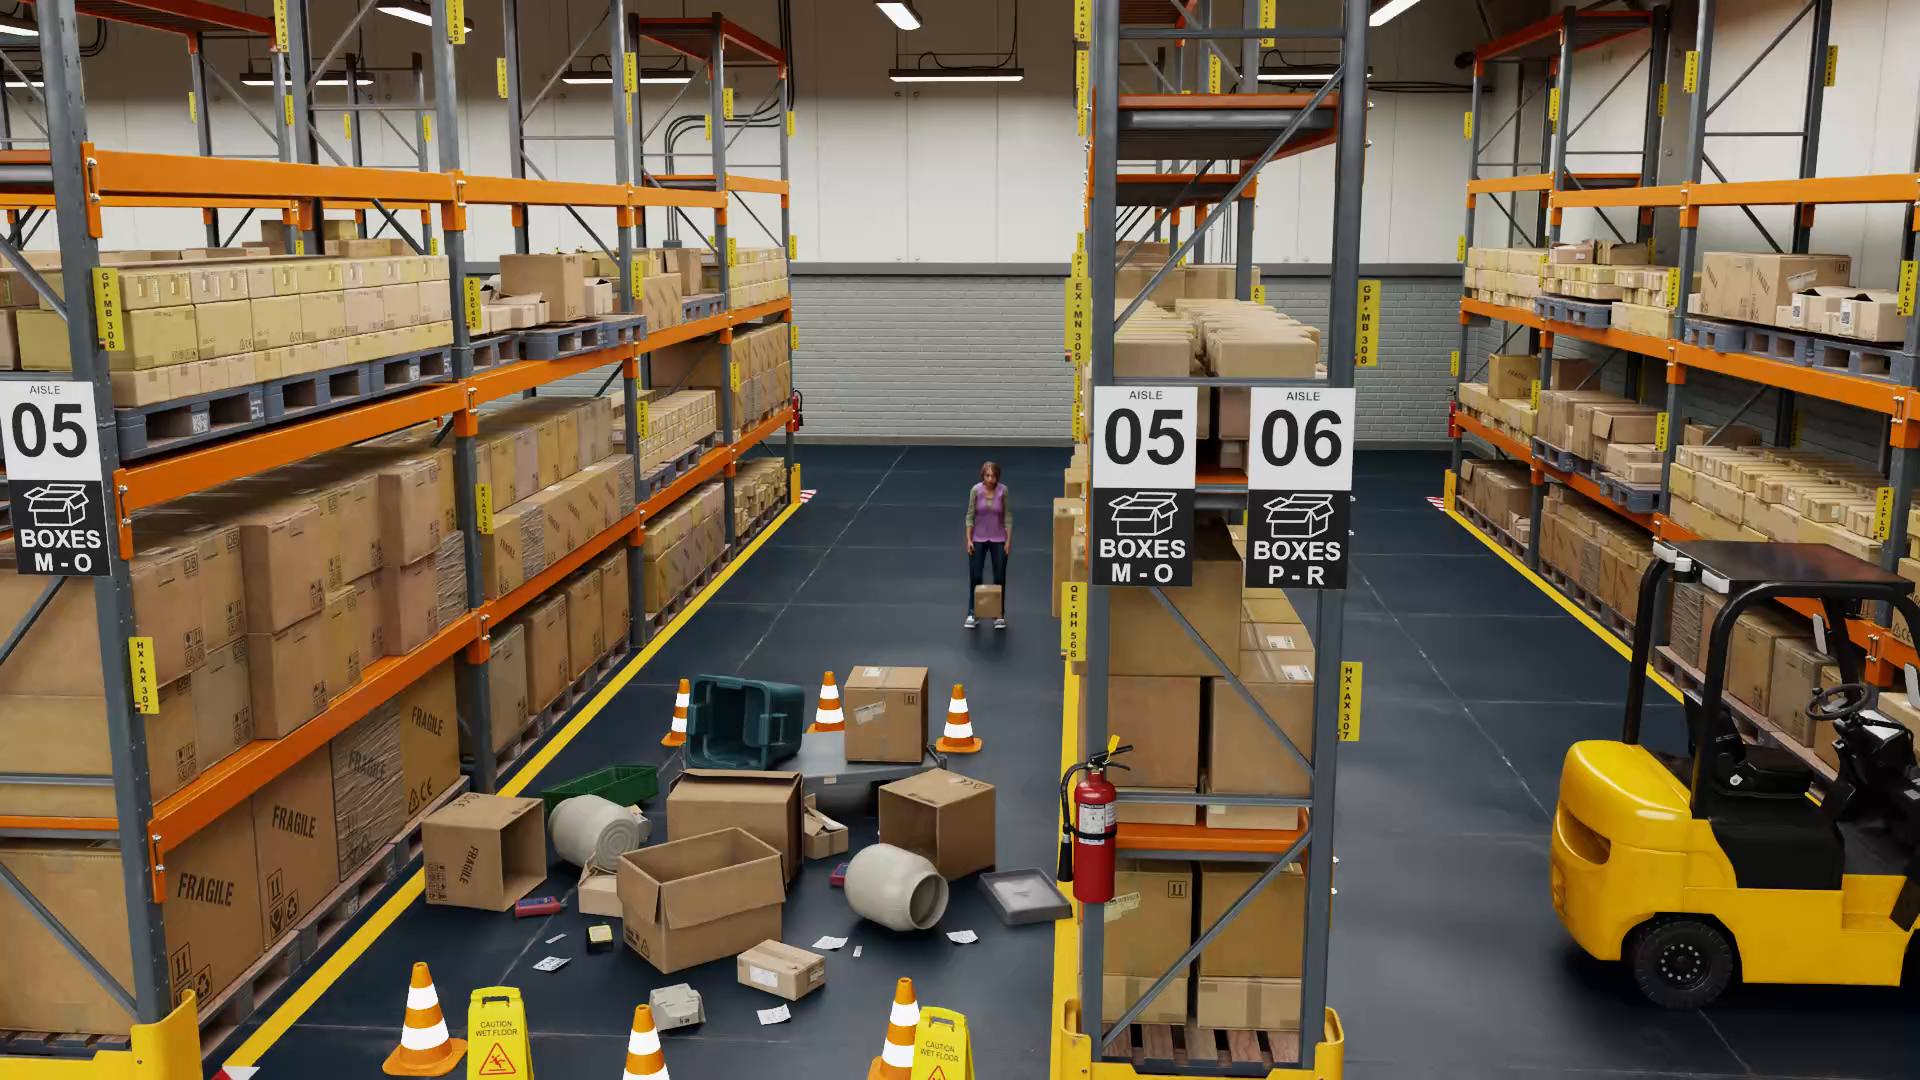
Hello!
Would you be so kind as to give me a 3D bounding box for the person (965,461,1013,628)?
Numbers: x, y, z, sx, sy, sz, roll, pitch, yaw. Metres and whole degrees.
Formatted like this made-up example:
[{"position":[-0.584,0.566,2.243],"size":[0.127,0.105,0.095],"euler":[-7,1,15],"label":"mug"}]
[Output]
[{"position":[0.275,0.040,15.776],"size":[0.456,1.584,0.342],"euler":[0,11,2],"label":"person"}]
